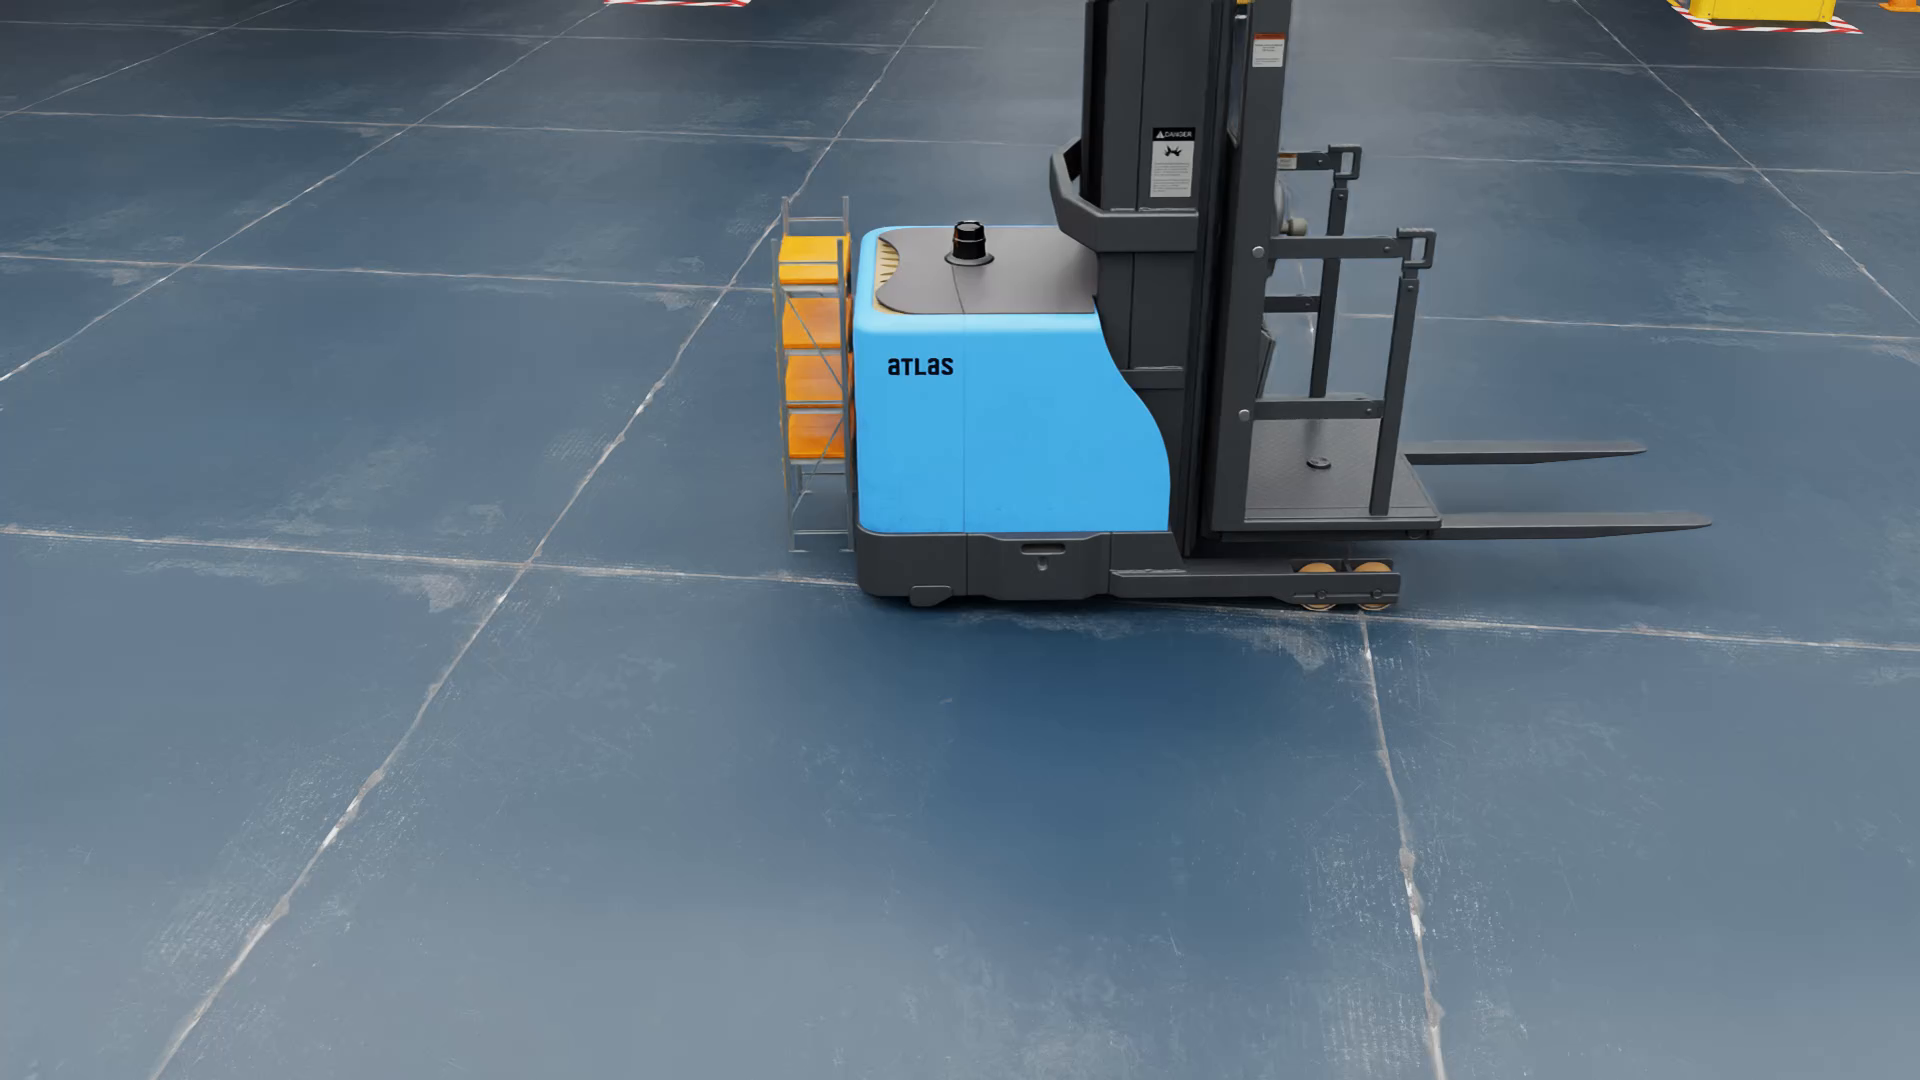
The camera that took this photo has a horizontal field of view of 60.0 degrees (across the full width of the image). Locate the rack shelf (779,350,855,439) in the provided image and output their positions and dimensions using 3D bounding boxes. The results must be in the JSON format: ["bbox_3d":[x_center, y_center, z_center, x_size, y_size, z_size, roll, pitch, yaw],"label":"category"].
[{"bbox_3d":[-0.519,-0.541,6.130,0.258,0.148,0.480,-1,28,-1],"label":"rack shelf"}]

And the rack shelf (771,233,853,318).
[{"bbox_3d":[-0.520,-0.946,5.911,0.258,0.148,0.480,-1,28,-1],"label":"rack shelf"}]

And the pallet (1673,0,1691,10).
[{"bbox_3d":[7.251,-5.220,15.717,1.003,0.211,1.213,3,28,6],"label":"pallet"}]

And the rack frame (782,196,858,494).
[{"bbox_3d":[-0.525,-0.715,6.313,0.240,1.200,0.015,-1,28,-1],"label":"rack frame"}]

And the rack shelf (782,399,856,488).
[{"bbox_3d":[-0.519,-0.366,6.224,0.258,0.148,0.480,-1,28,-1],"label":"rack shelf"}]

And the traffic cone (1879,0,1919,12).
[{"bbox_3d":[8.705,-5.117,15.261,0.336,0.463,0.334,3,28,6],"label":"traffic cone"}]

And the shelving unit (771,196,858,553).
[{"bbox_3d":[-0.519,-0.600,6.098,0.258,1.200,0.503,-1,28,-1],"label":"shelving unit"}]

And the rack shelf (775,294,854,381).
[{"bbox_3d":[-0.520,-0.737,6.024,0.258,0.148,0.480,-1,28,-1],"label":"rack shelf"}]

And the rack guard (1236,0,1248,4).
[{"bbox_3d":[2.330,-5.338,15.631,1.175,0.500,0.348,3,28,6],"label":"rack guard"}]

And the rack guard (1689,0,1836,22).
[{"bbox_3d":[7.228,-4.955,14.920,1.175,0.500,0.348,3,28,6],"label":"rack guard"}]

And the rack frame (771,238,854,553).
[{"bbox_3d":[-0.514,-0.484,5.883,0.240,1.200,0.015,-1,28,-1],"label":"rack frame"}]

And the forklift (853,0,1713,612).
[{"bbox_3d":[1.147,-1.294,5.562,3.031,2.935,1.130,-1,28,-1],"label":"forklift"}]
